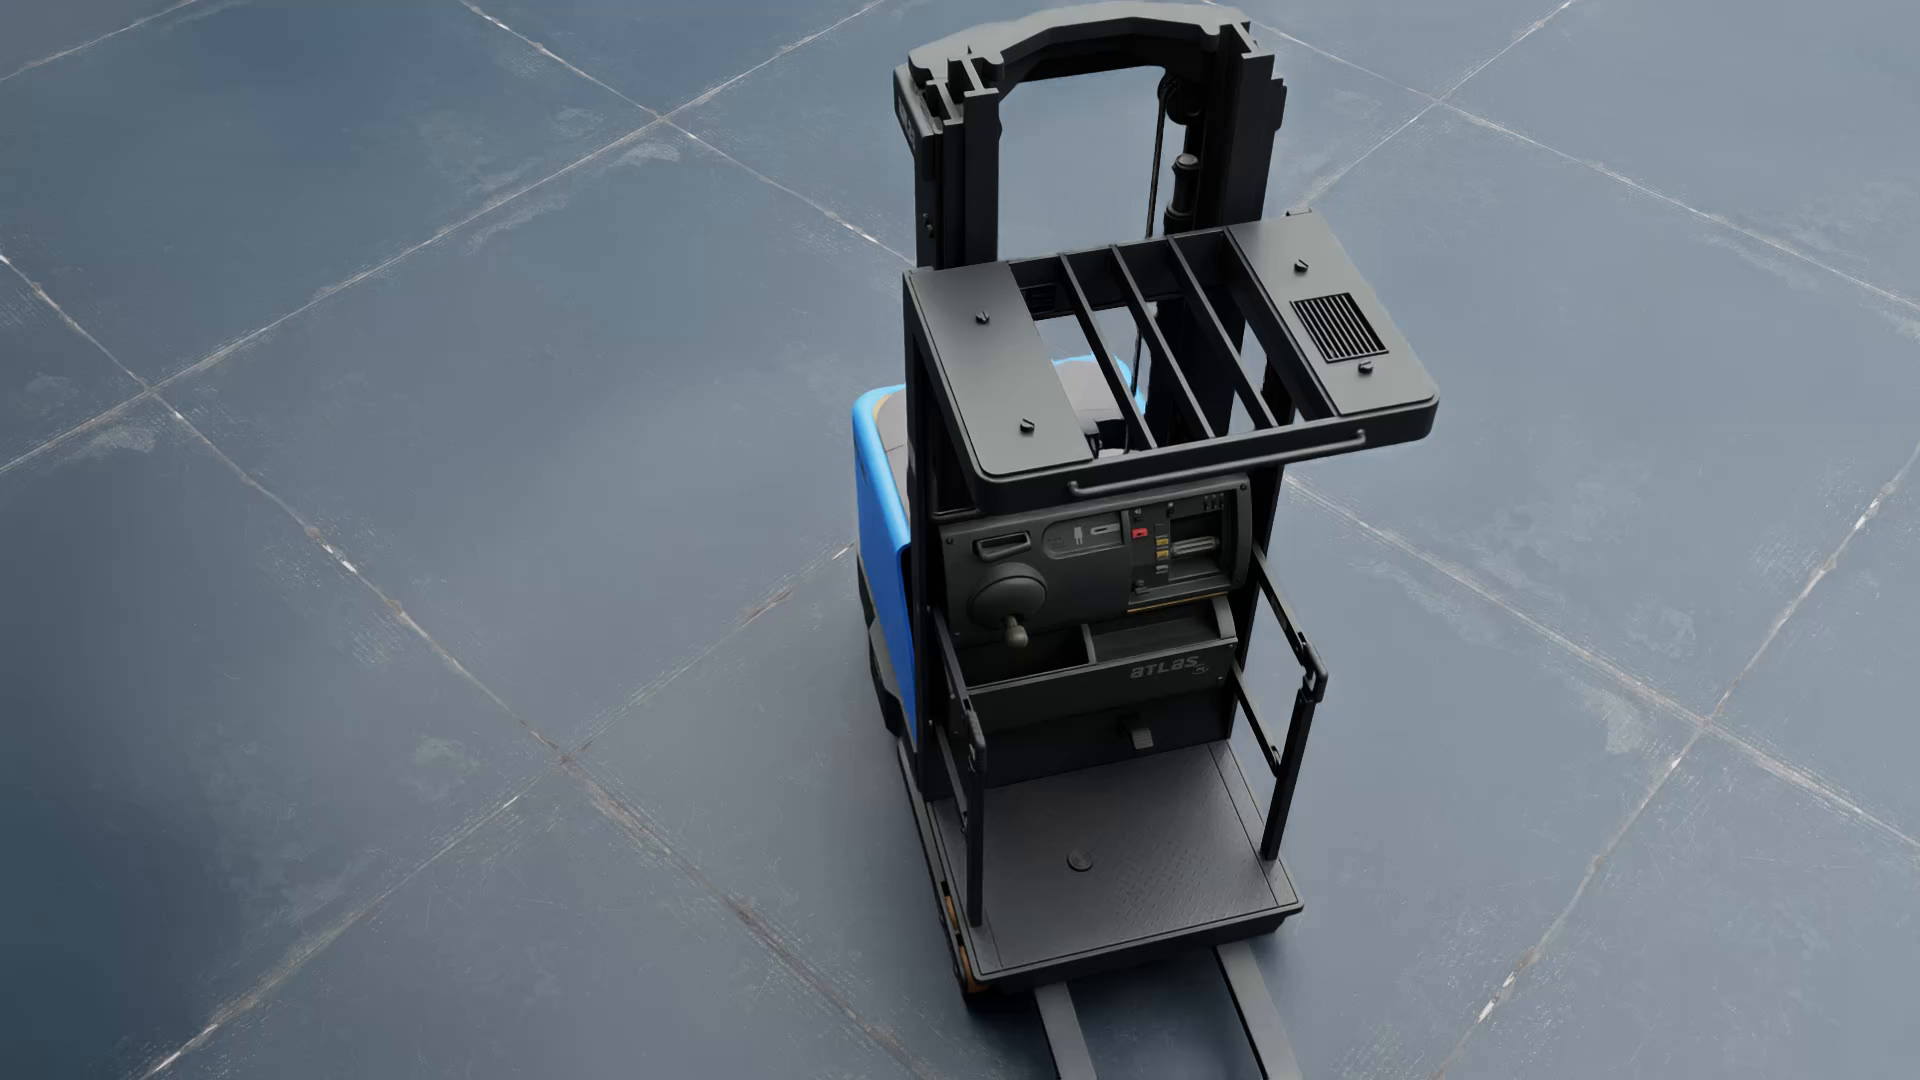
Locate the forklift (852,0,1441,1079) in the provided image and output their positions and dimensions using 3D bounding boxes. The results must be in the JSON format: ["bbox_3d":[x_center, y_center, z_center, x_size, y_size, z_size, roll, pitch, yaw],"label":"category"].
[{"bbox_3d":[0.458,0.163,4.695,1.130,2.935,3.031,-10,48,-10],"label":"forklift"}]
